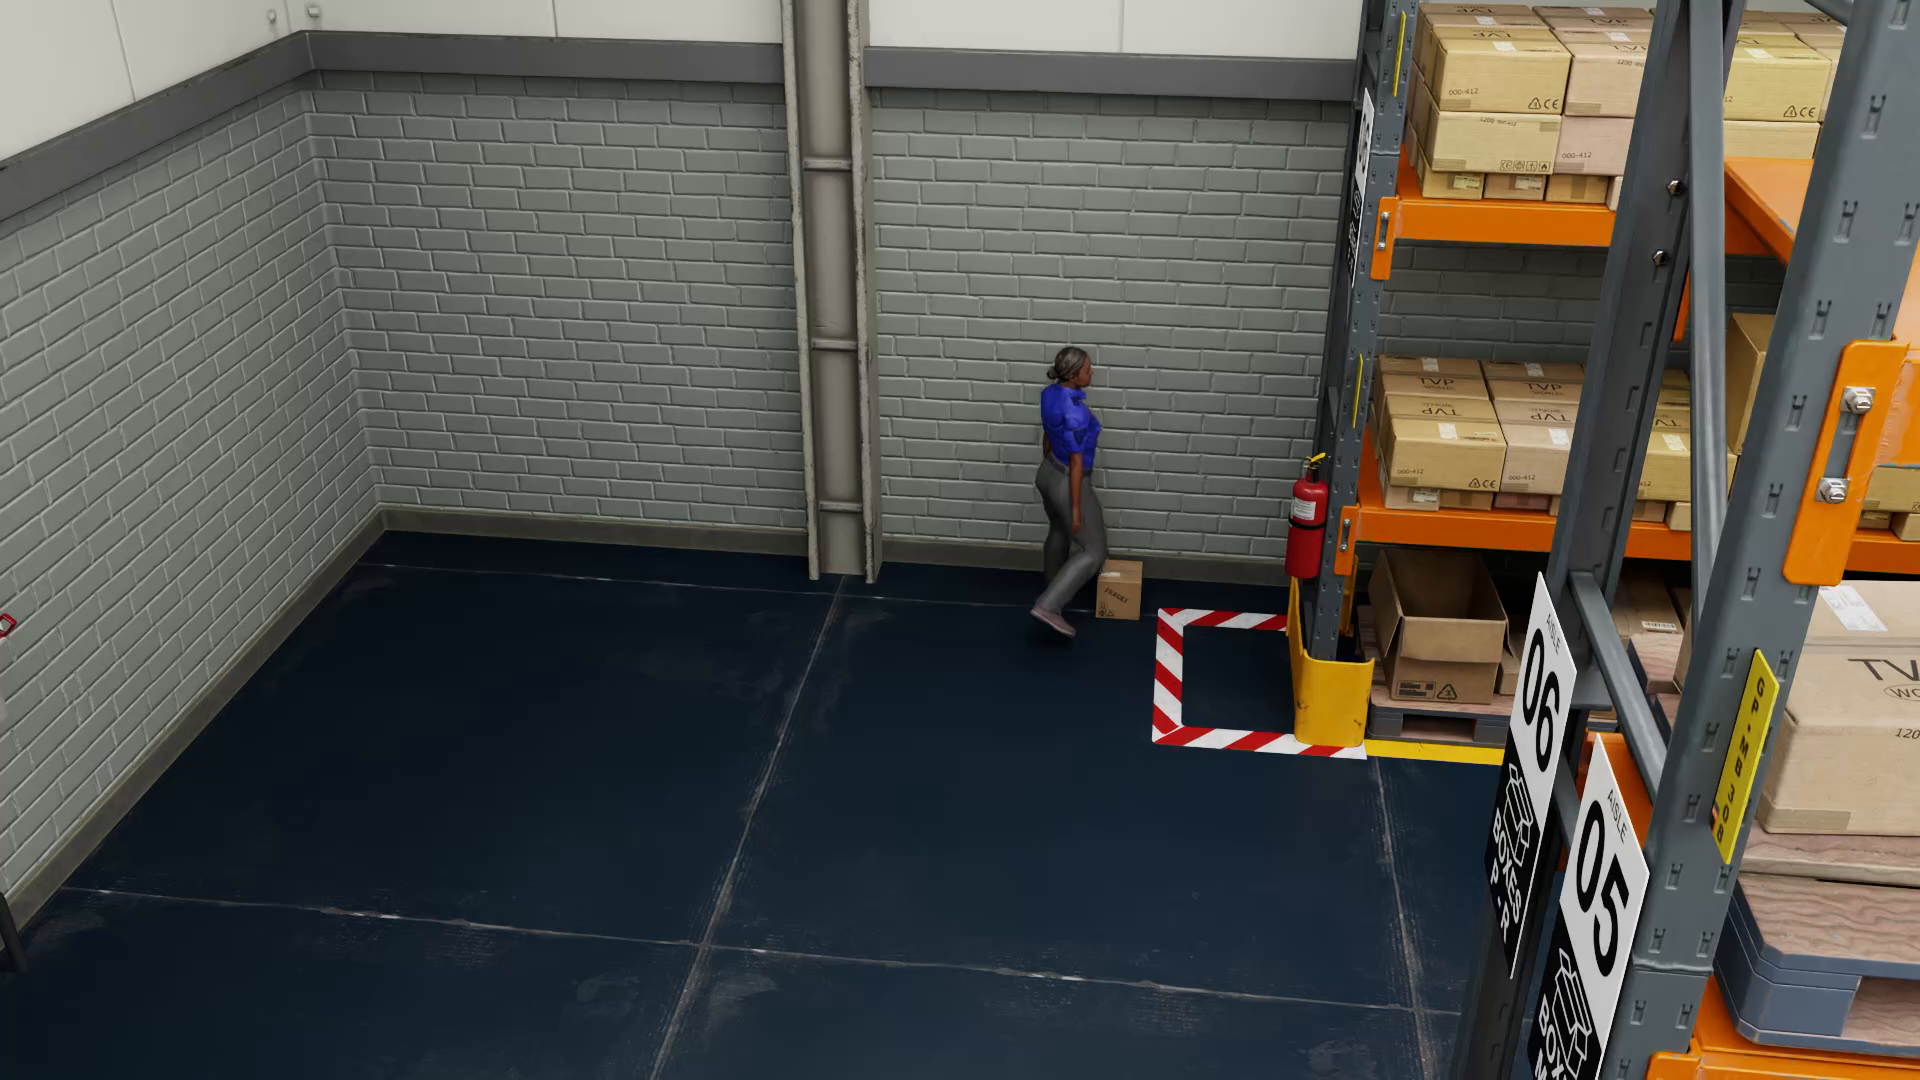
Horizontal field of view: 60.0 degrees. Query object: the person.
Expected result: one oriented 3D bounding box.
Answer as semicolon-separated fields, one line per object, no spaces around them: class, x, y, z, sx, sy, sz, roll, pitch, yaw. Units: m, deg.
person;0.579;-0.288;9.149;0.600;1.641;0.646;-13;31;-22
